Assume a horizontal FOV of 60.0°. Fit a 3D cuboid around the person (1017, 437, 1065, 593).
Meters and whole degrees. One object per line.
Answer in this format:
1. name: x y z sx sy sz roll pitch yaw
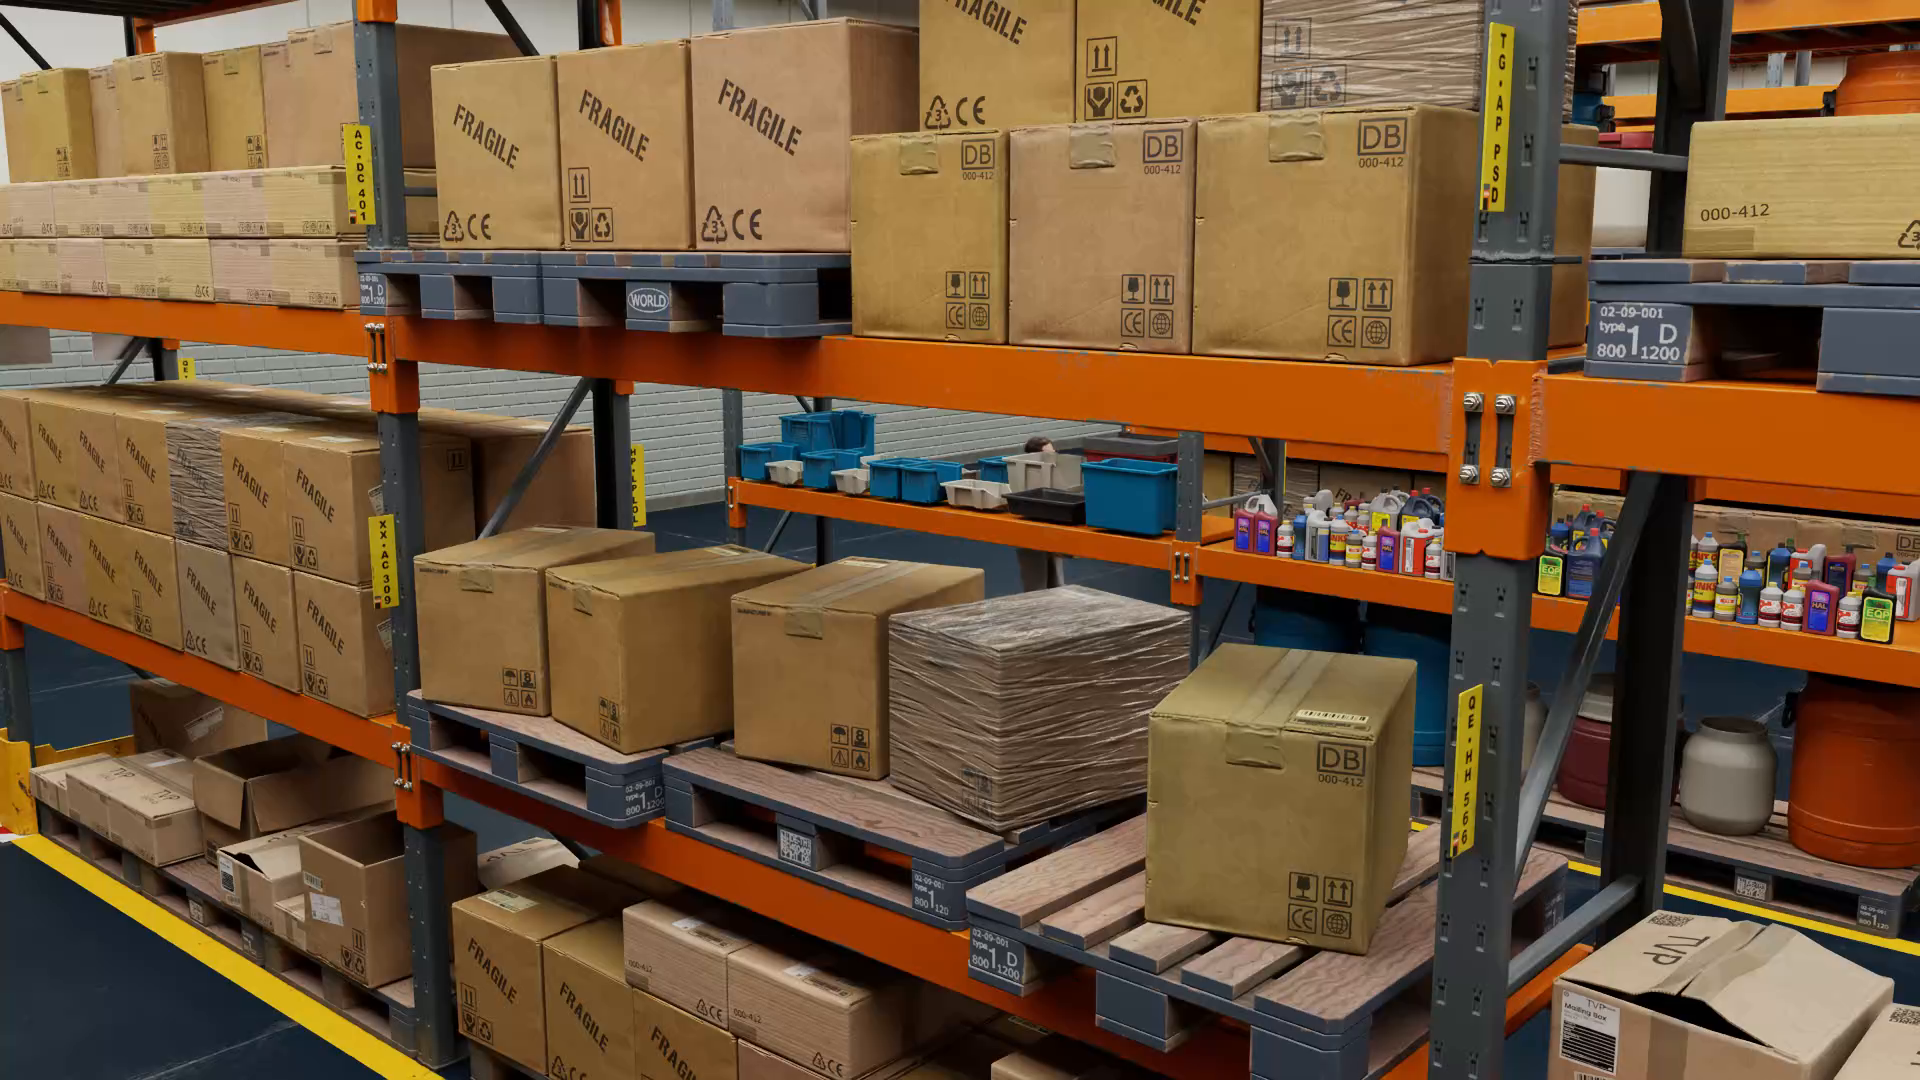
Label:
1. person: 0.636 0.101 11.908 0.550 1.656 0.437 9 14 41
